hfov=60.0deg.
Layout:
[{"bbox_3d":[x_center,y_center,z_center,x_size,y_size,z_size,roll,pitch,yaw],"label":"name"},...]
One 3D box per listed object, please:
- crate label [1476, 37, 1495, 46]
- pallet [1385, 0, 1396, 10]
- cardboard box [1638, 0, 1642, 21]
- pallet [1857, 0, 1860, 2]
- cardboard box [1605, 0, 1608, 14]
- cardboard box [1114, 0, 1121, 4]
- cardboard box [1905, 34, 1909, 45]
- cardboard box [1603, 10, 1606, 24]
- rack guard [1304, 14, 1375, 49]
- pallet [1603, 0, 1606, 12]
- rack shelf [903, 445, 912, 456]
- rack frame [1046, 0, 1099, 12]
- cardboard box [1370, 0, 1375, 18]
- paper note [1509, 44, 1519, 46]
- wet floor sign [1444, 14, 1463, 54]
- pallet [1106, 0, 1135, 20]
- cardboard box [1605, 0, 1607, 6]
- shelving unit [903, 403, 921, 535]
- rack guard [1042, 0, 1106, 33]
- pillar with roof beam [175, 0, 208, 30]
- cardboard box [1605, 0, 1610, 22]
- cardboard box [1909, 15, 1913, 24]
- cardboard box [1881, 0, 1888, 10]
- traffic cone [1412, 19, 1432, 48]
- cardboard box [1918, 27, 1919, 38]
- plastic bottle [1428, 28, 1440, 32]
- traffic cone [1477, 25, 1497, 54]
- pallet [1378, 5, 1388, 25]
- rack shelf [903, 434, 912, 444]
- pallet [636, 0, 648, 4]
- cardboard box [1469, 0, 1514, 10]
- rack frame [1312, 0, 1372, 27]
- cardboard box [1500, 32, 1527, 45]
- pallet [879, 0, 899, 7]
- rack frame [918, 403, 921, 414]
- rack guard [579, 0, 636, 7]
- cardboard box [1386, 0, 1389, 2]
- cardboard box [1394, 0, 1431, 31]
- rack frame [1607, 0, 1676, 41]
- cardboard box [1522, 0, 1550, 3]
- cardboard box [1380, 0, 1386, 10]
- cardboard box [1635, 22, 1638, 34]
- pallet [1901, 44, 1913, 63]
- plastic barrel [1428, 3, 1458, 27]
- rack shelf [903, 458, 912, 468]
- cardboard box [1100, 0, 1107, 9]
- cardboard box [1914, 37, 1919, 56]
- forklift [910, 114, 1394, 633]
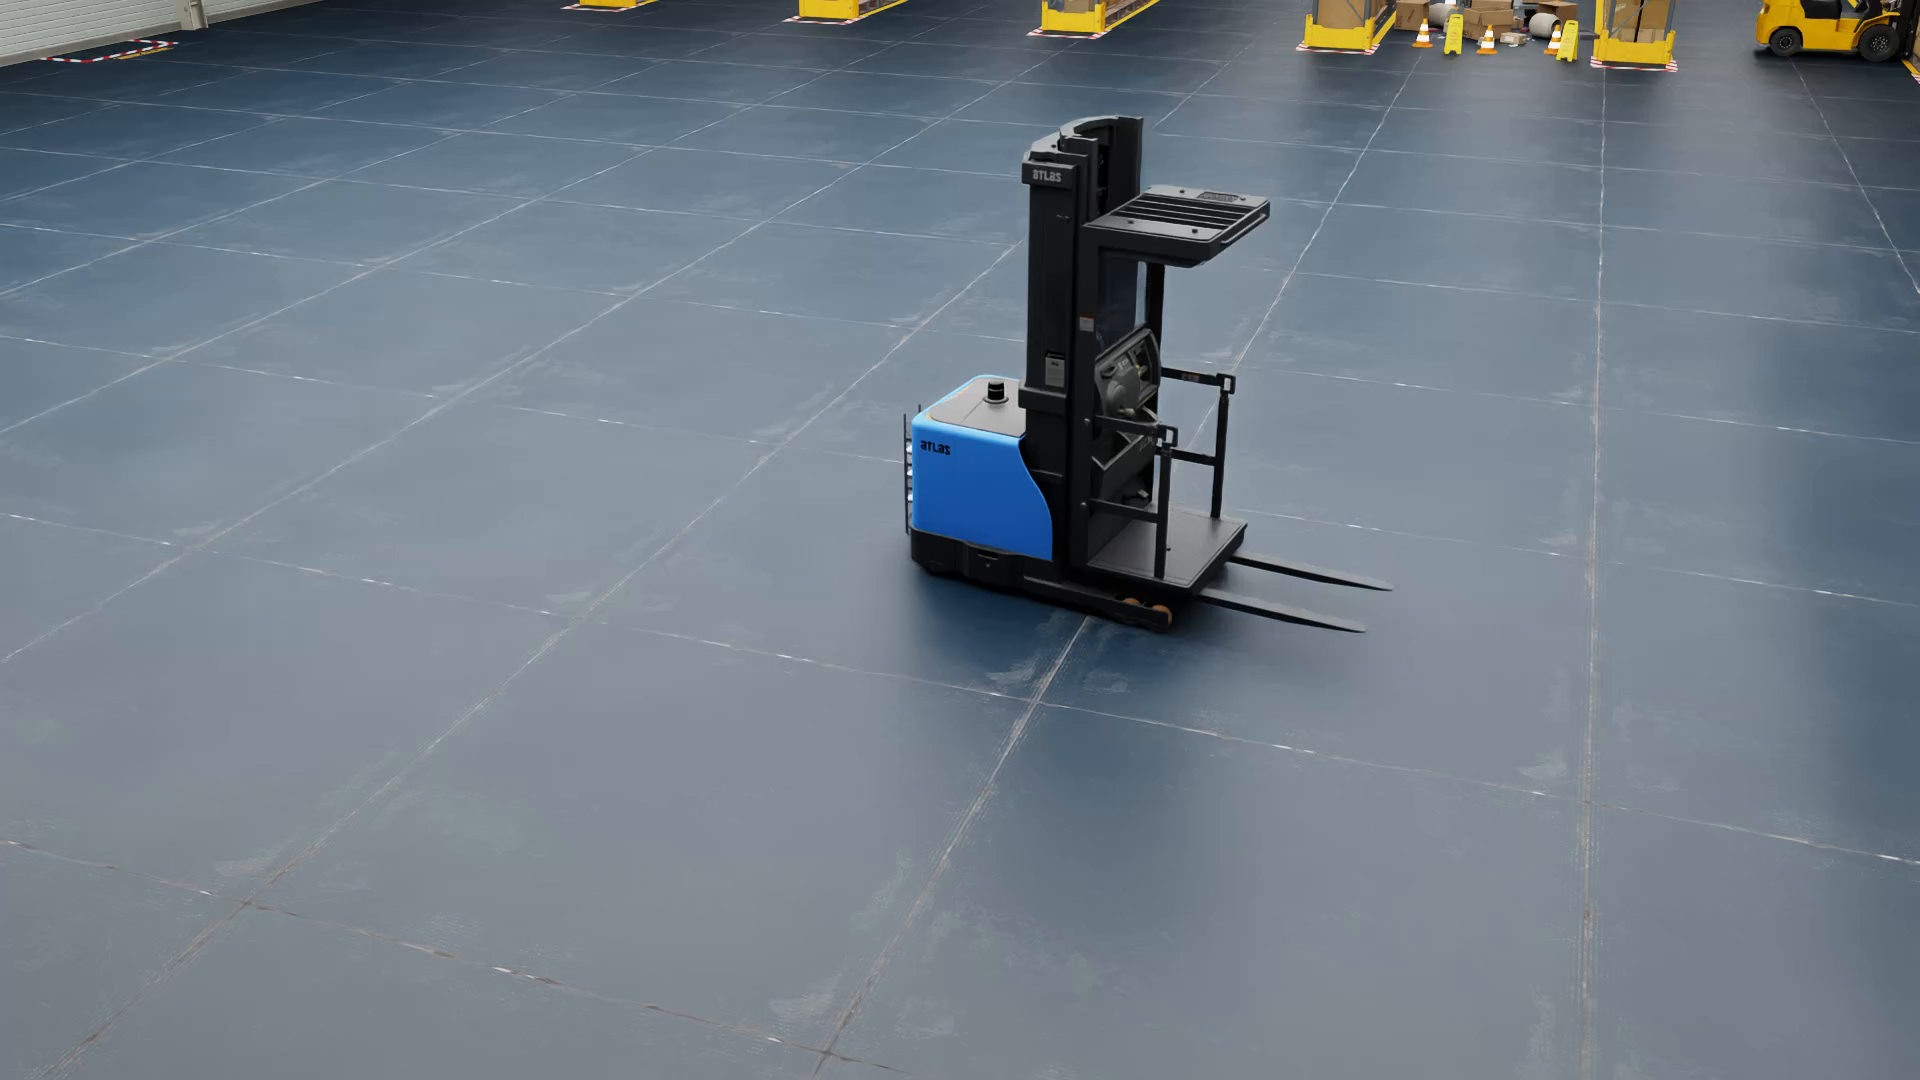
[{"bbox_3d":[9.419,-8.923,29.746,0.250,0.136,0.298,-5,26,-9],"label":"crate label"},{"bbox_3d":[8.264,-10.888,33.718,1.003,0.211,1.213,9,27,17],"label":"pallet"},{"bbox_3d":[12.155,-9.300,29.053,0.500,0.500,0.500,8,27,16],"label":"cardboard box"},{"bbox_3d":[19.077,-11.110,34.178,1.003,0.211,1.213,9,27,17],"label":"pallet"},{"bbox_3d":[11.988,-9.790,30.063,0.500,0.500,0.500,10,28,20],"label":"cardboard box"},{"bbox_3d":[2.948,-10.978,33.091,0.500,0.500,0.500,6,27,13],"label":"cardboard box"},{"bbox_3d":[16.490,-8.591,28.448,0.500,0.250,0.500,10,27,19],"label":"cardboard box"},{"bbox_3d":[12.162,-9.666,30.668,0.500,0.250,0.500,10,28,20],"label":"cardboard box"},{"bbox_3d":[6.739,-9.036,29.563,1.175,0.500,0.348,9,27,17],"label":"rack guard"},{"bbox_3d":[13.442,-10.707,33.344,1.003,0.211,1.213,9,27,17],"label":"pallet"},{"bbox_3d":[-0.226,-0.593,11.328,0.258,0.077,0.200,13,29,25],"label":"rack shelf"},{"bbox_3d":[2.104,-10.932,30.610,1.000,3.000,0.127,9,27,17],"label":"rack frame"},{"bbox_3d":[7.201,-10.054,30.752,0.875,0.875,0.875,8,27,17],"label":"cardboard box"},{"bbox_3d":[9.886,-8.835,29.687,0.148,0.019,0.142,0,26,-1],"label":"paper note"},{"bbox_3d":[8.605,-8.812,28.934,0.267,0.644,0.232,4,26,8],"label":"wet floor sign"},{"bbox_3d":[2.840,-10.536,32.993,1.003,0.211,1.213,9,27,17],"label":"pallet"},{"bbox_3d":[12.329,-10.224,30.961,0.500,0.500,0.500,10,28,20],"label":"cardboard box"},{"bbox_3d":[-0.225,-0.461,11.392,0.258,0.900,0.210,13,29,25],"label":"shelving unit"},{"bbox_3d":[2.129,-9.838,31.219,1.175,0.500,0.348,9,27,17],"label":"rack guard"},{"bbox_3d":[-10.429,-13.110,28.224,9.100,9.000,0.400,9,27,17],"label":"pillar with roof beam"},{"bbox_3d":[11.640,-9.366,29.188,0.500,0.500,0.500,10,28,19],"label":"cardboard box"},{"bbox_3d":[16.497,-8.823,28.354,0.500,0.250,0.500,9,27,17],"label":"cardboard box"},{"bbox_3d":[18.139,-10.383,31.720,0.875,0.625,0.625,8,27,15],"label":"cardboard box"},{"bbox_3d":[8.263,-9.041,29.616,0.336,0.463,0.334,9,27,17],"label":"traffic cone"},{"bbox_3d":[16.175,-8.403,27.486,0.500,0.250,0.500,8,27,17],"label":"cardboard box"},{"bbox_3d":[8.821,-9.546,31.119,0.283,0.061,0.133,0,26,-1],"label":"plastic bottle"},{"bbox_3d":[9.216,-8.738,28.989,0.336,0.463,0.334,9,27,17],"label":"traffic cone"},{"bbox_3d":[7.752,-10.258,32.419,1.003,0.211,1.213,9,27,17],"label":"pallet"},{"bbox_3d":[-0.226,-0.674,11.289,0.258,0.077,0.200,13,29,25],"label":"rack shelf"},{"bbox_3d":[-7.022,-11.435,34.849,1.003,0.211,1.213,9,27,17],"label":"pallet"},{"bbox_3d":[9.949,-9.907,31.201,0.797,0.637,0.503,9,27,17],"label":"cardboard box"},{"bbox_3d":[6.747,-10.171,29.038,1.000,3.000,0.127,9,27,17],"label":"rack frame"},{"bbox_3d":[9.980,-9.043,29.980,0.250,0.149,0.380,-20,33,-36],"label":"cardboard box"},{"bbox_3d":[-1.903,-11.266,34.499,1.003,0.211,1.213,9,27,17],"label":"pallet"},{"bbox_3d":[-0.177,-0.500,11.472,0.240,0.900,0.006,13,29,25],"label":"rack frame"},{"bbox_3d":[-7.245,-11.235,34.104,1.175,0.500,0.348,9,27,17],"label":"rack guard"},{"bbox_3d":[8.200,-11.259,33.386,1.050,0.750,0.750,9,27,17],"label":"cardboard box"},{"bbox_3d":[8.529,-9.904,31.352,0.500,0.500,0.500,14,29,26],"label":"cardboard box"},{"bbox_3d":[11.449,-9.495,27.641,1.000,3.000,0.127,9,27,17],"label":"rack frame"},{"bbox_3d":[11.091,-10.600,31.924,0.500,0.500,0.500,9,27,17],"label":"cardboard box"},{"bbox_3d":[7.803,-10.799,32.292,0.875,0.875,0.875,9,27,18],"label":"cardboard box"},{"bbox_3d":[12.325,-9.172,29.649,0.500,0.250,0.500,11,28,21],"label":"cardboard box"},{"bbox_3d":[16.753,-8.341,28.459,1.003,0.211,1.213,9,27,17],"label":"pallet"},{"bbox_3d":[9.147,-9.967,31.572,0.421,0.421,0.512,-14,29,-27],"label":"plastic barrel"},{"bbox_3d":[-0.225,-0.512,11.367,0.258,0.077,0.200,13,29,25],"label":"rack shelf"},{"bbox_3d":[2.494,-10.500,32.105,0.500,0.500,0.500,17,30,31],"label":"cardboard box"},{"bbox_3d":[16.164,-8.170,27.578,0.500,0.250,0.500,9,27,17],"label":"cardboard box"},{"bbox_3d":[1.218,-1.013,10.202,3.031,2.935,1.130,13,29,25],"label":"forklift"}]
